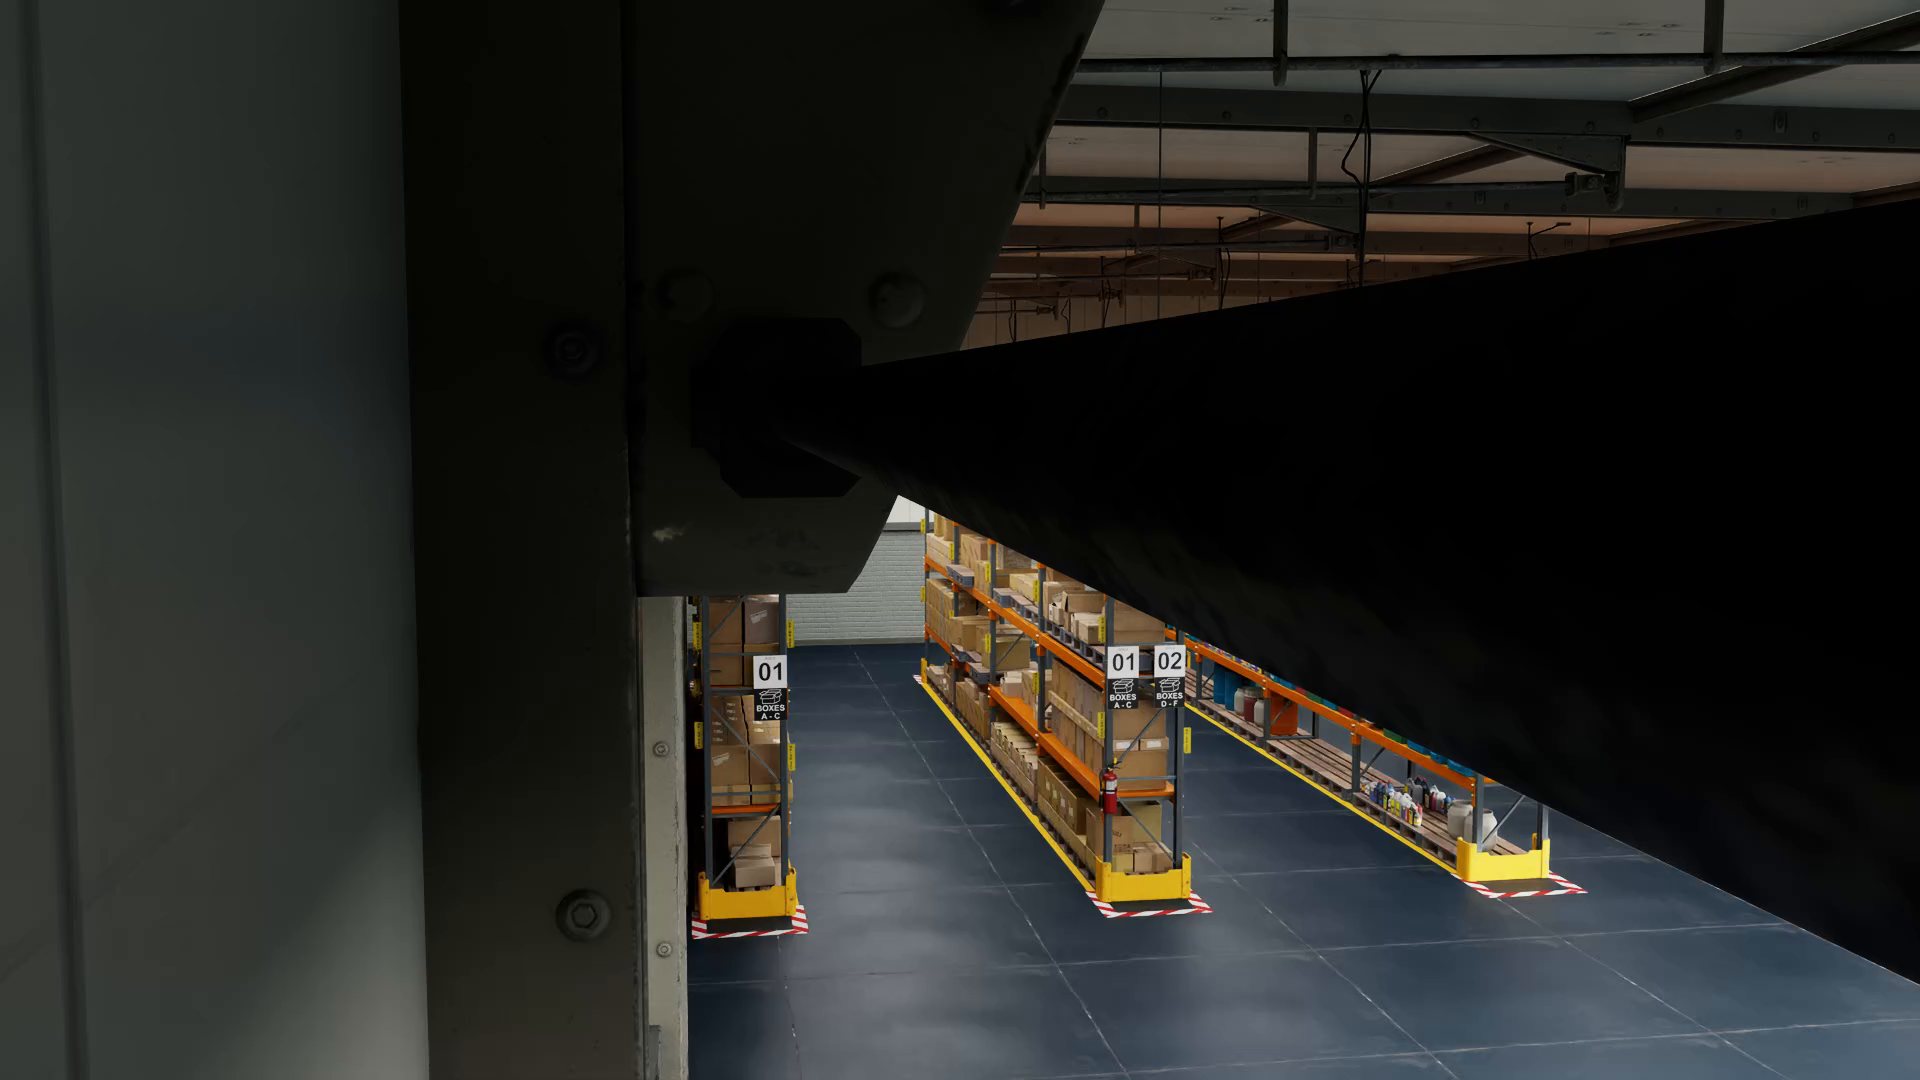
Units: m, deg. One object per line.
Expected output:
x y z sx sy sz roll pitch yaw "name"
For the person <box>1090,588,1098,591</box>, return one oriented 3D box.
3.307 1.947 41.016 0.547 1.539 0.608 3 6 29 "person"
